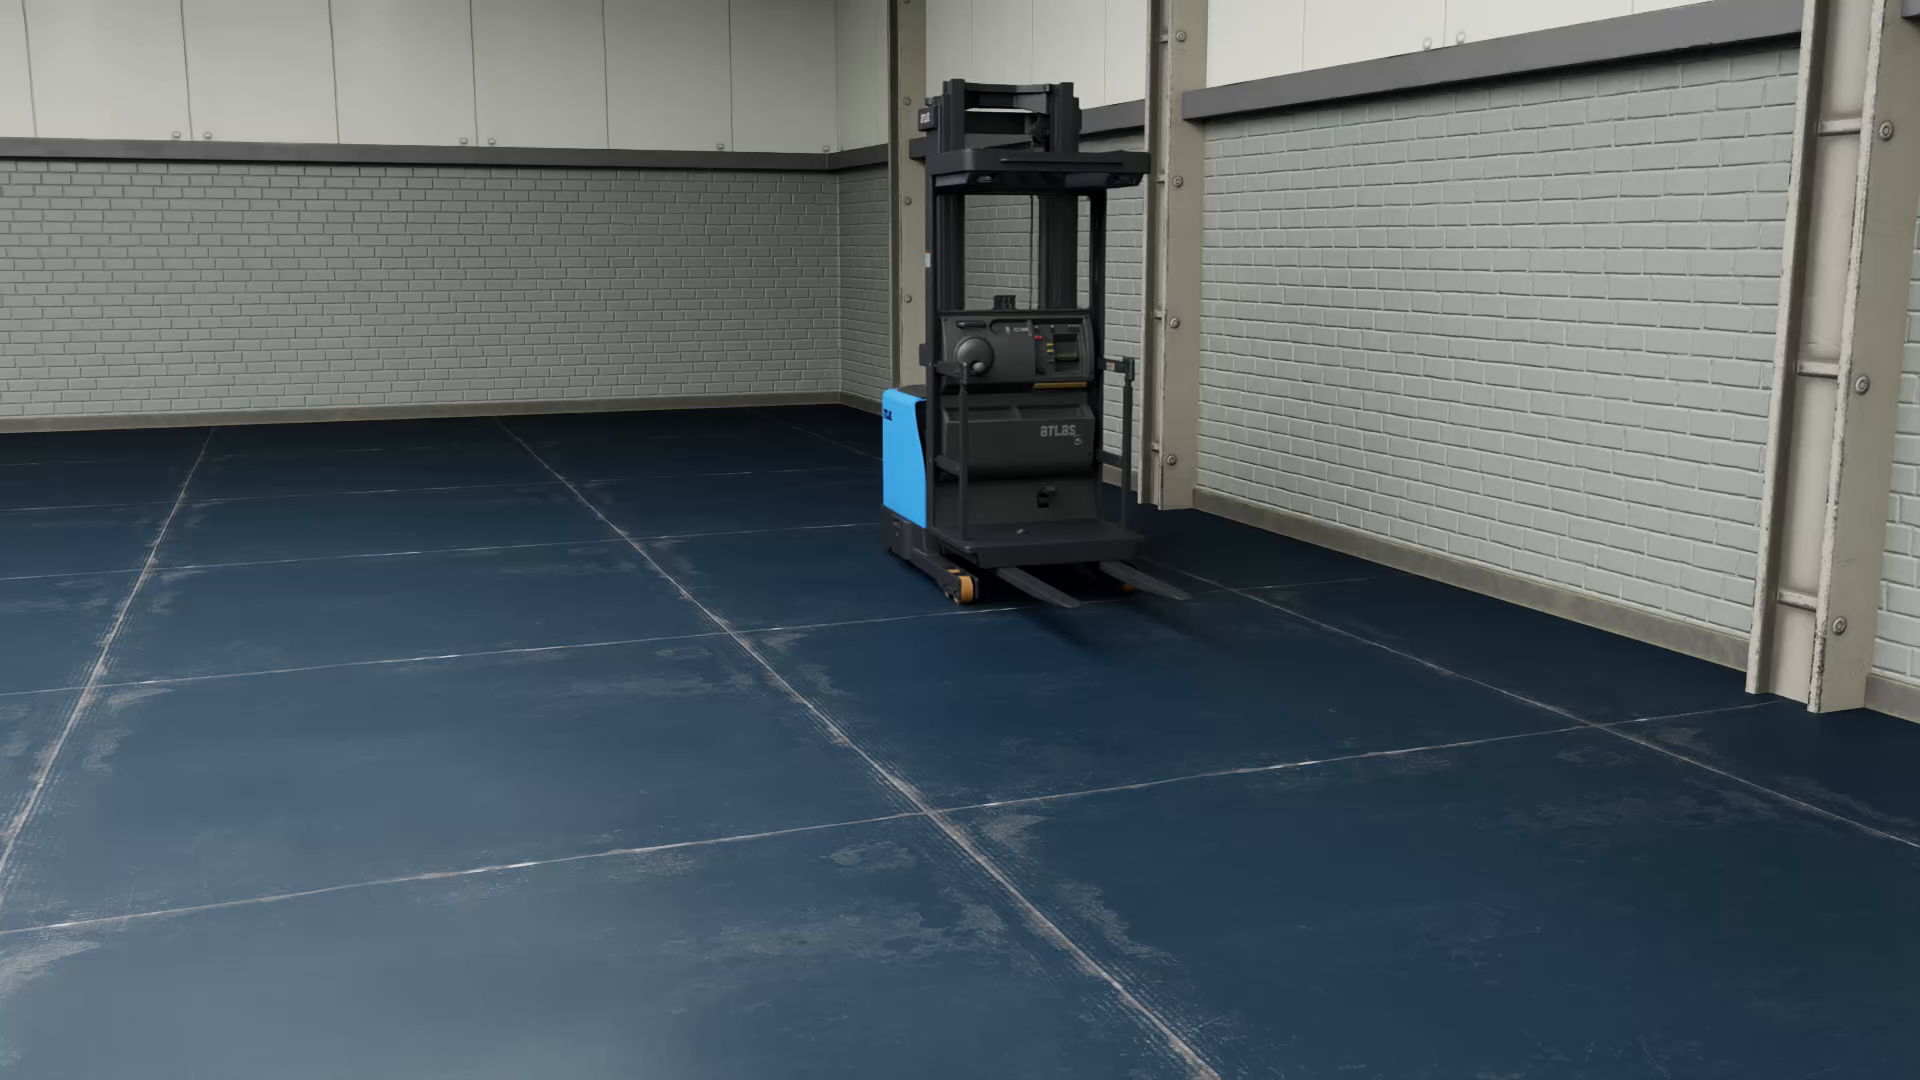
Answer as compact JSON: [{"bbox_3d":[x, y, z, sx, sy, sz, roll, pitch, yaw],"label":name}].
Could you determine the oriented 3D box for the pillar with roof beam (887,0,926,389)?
[{"bbox_3d":[-4.579,-5.407,16.124,9.100,9.000,0.400,-4,11,-21],"label":"pillar with roof beam"}]

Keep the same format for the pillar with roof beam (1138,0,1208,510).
[{"bbox_3d":[-2.404,-4.428,10.618,9.100,9.000,0.400,-4,11,-21],"label":"pillar with roof beam"}]

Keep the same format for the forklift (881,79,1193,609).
[{"bbox_3d":[0.409,-1.159,9.566,1.130,2.935,3.031,-3,11,-17],"label":"forklift"}]

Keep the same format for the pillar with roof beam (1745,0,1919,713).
[{"bbox_3d":[-0.230,-3.449,5.112,9.100,9.000,0.400,-4,11,-21],"label":"pillar with roof beam"}]
